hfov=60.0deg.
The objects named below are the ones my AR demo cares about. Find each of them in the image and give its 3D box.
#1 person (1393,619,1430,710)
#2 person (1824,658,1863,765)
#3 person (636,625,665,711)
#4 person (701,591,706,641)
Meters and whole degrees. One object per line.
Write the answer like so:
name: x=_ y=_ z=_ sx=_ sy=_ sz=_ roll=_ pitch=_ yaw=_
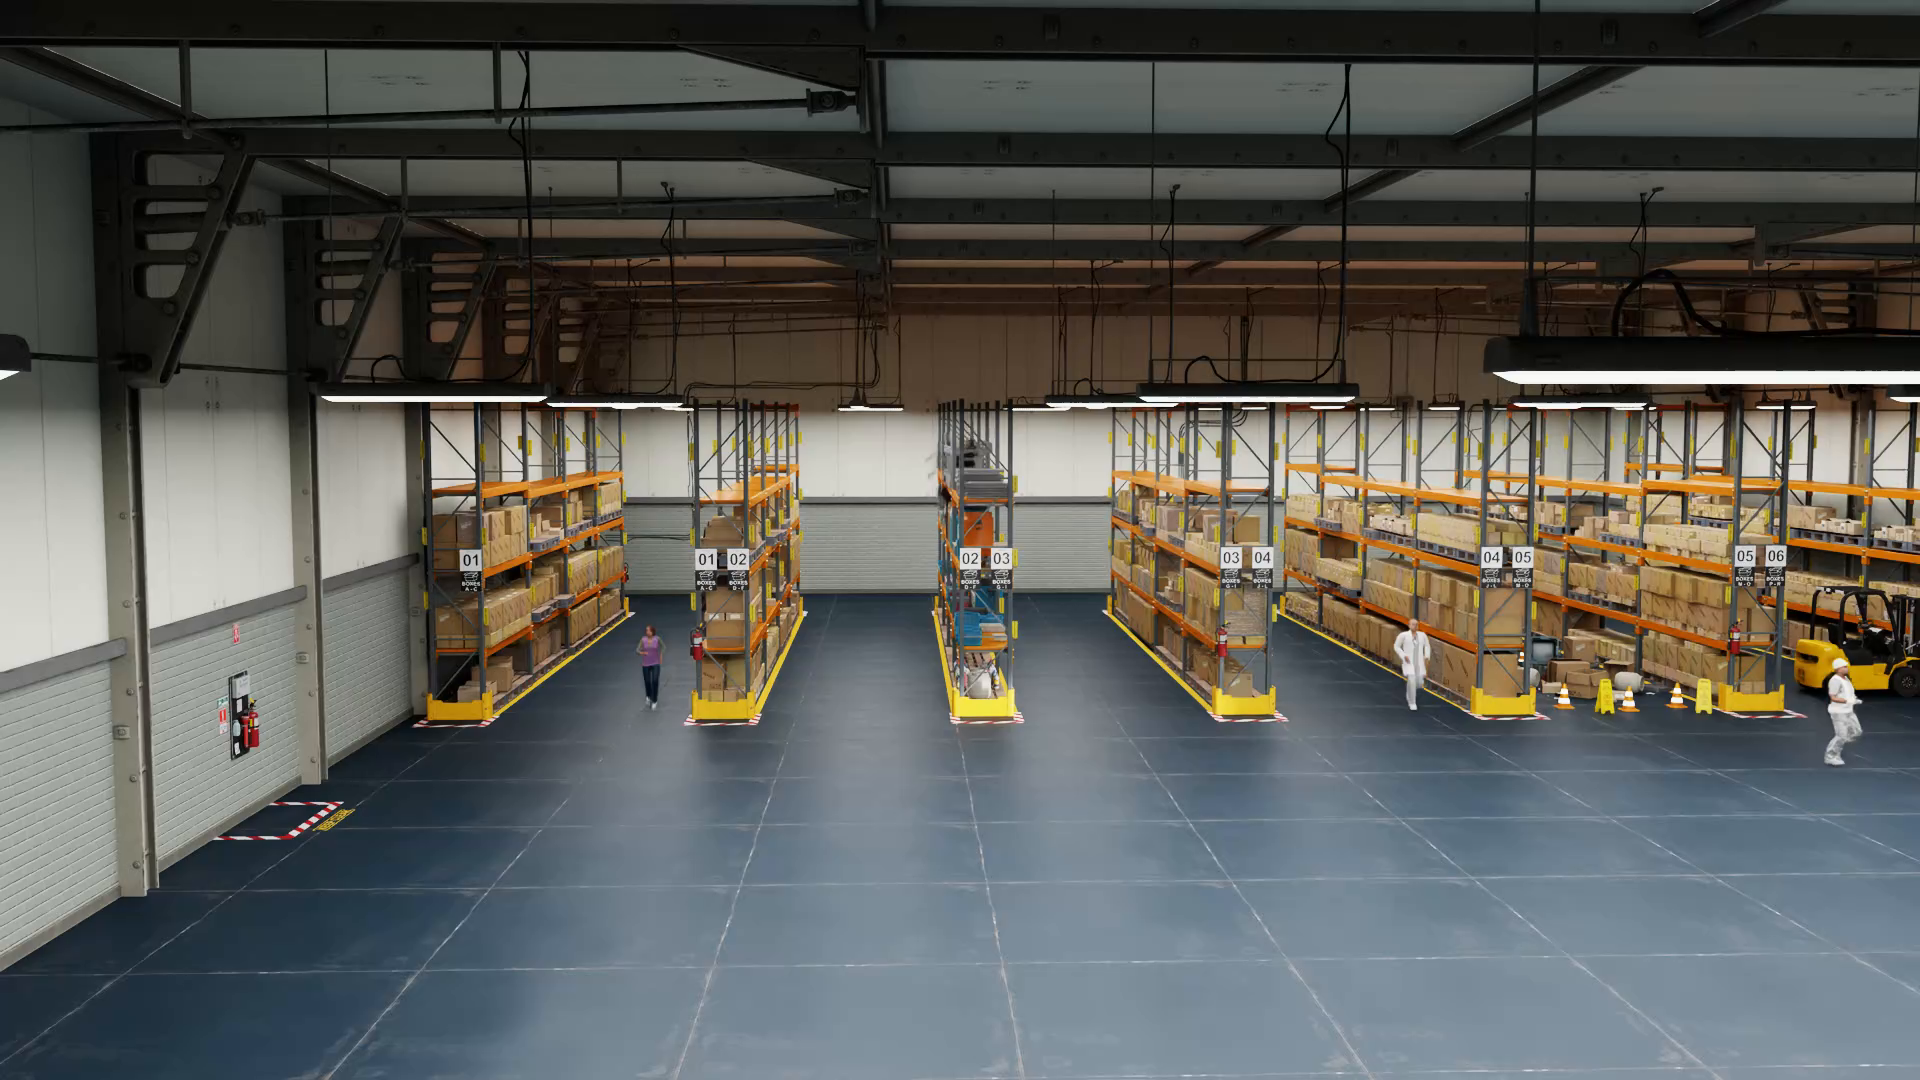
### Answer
person: x=8.812 y=2.399 z=32.441 sx=0.741 sy=1.743 sz=0.668 roll=0 pitch=4 yaw=-7
person: x=14.346 y=2.792 z=26.942 sx=0.665 sy=1.746 sz=0.614 roll=-4 pitch=6 yaw=-43
person: x=-6.018 y=2.467 z=32.328 sx=0.538 sy=1.648 sz=0.712 roll=0 pitch=4 yaw=-2
person: x=-6.212 y=1.772 z=41.026 sx=0.655 sy=1.673 sz=0.607 roll=0 pitch=4 yaw=-6
